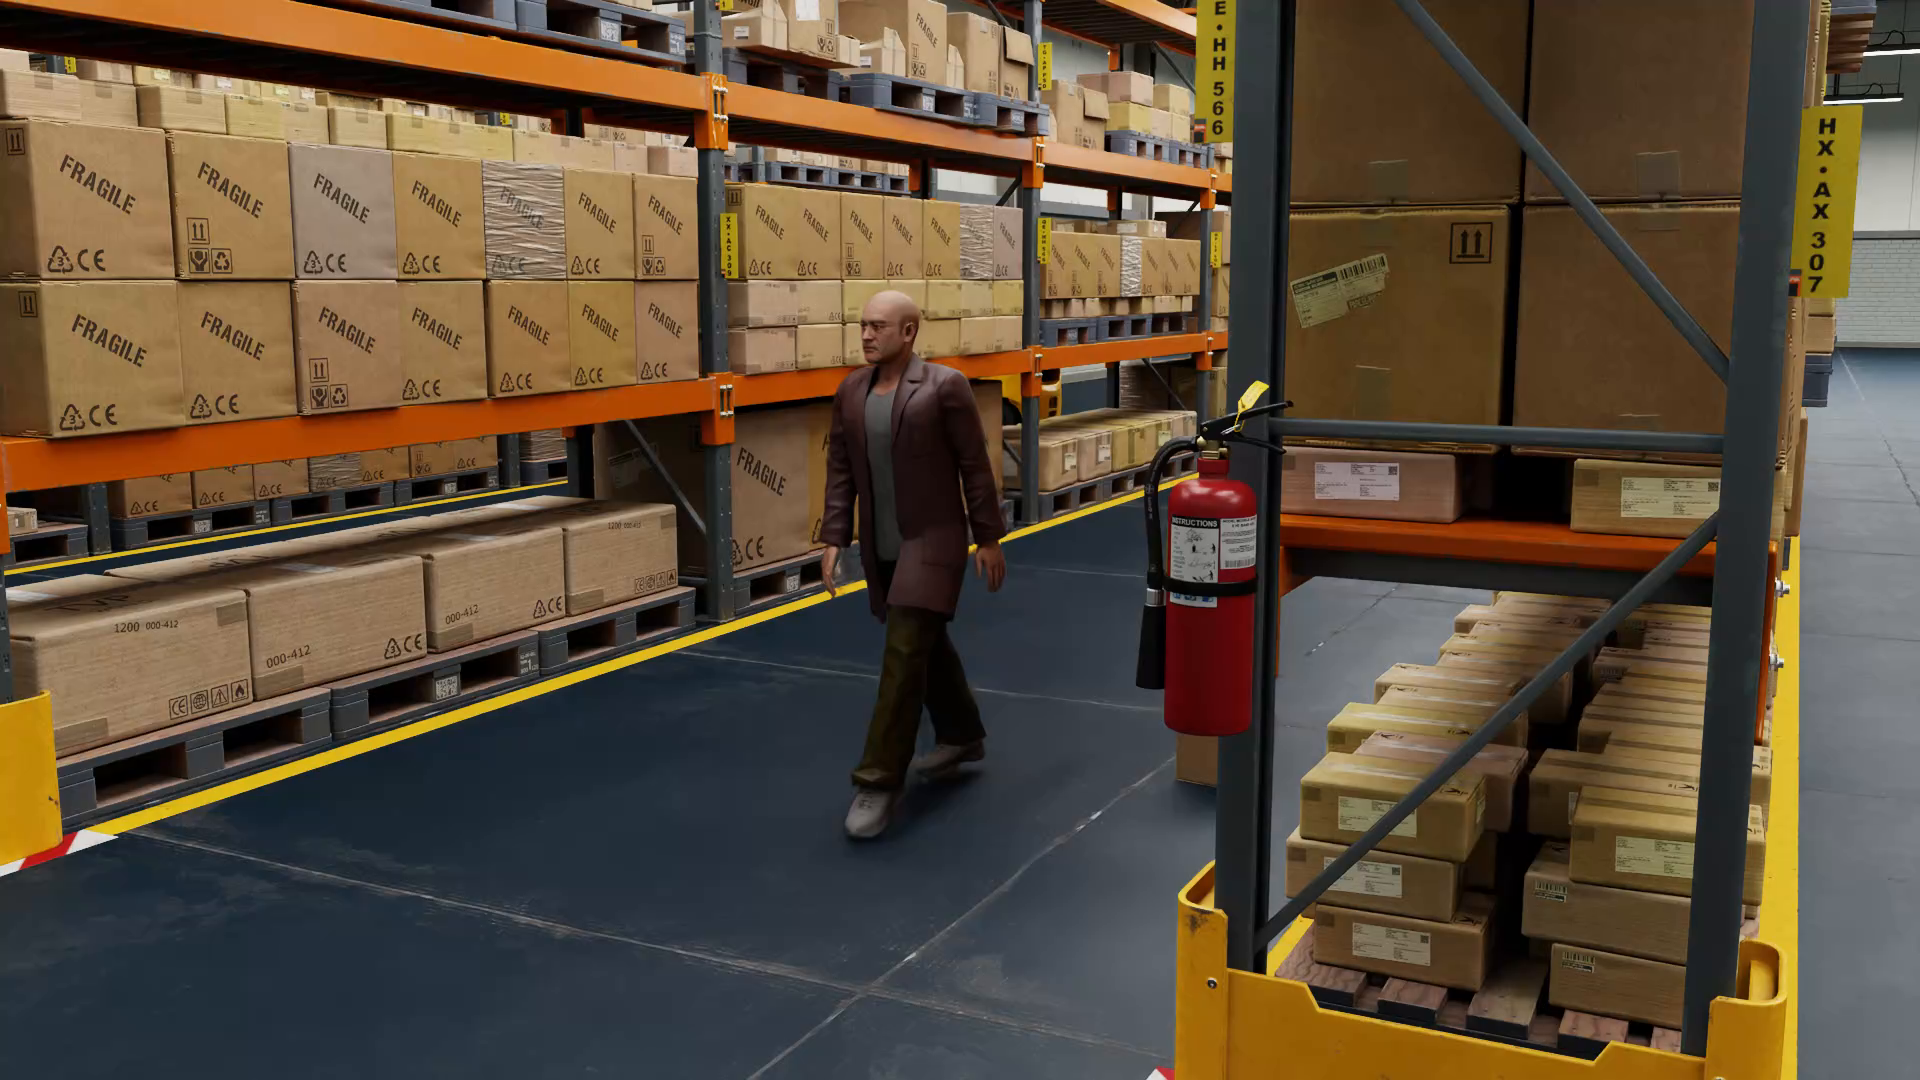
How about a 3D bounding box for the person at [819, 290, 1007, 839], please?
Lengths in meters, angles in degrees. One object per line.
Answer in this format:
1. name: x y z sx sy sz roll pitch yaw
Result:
1. person: -0.209 0.079 5.702 0.615 1.649 0.956 7 11 38
